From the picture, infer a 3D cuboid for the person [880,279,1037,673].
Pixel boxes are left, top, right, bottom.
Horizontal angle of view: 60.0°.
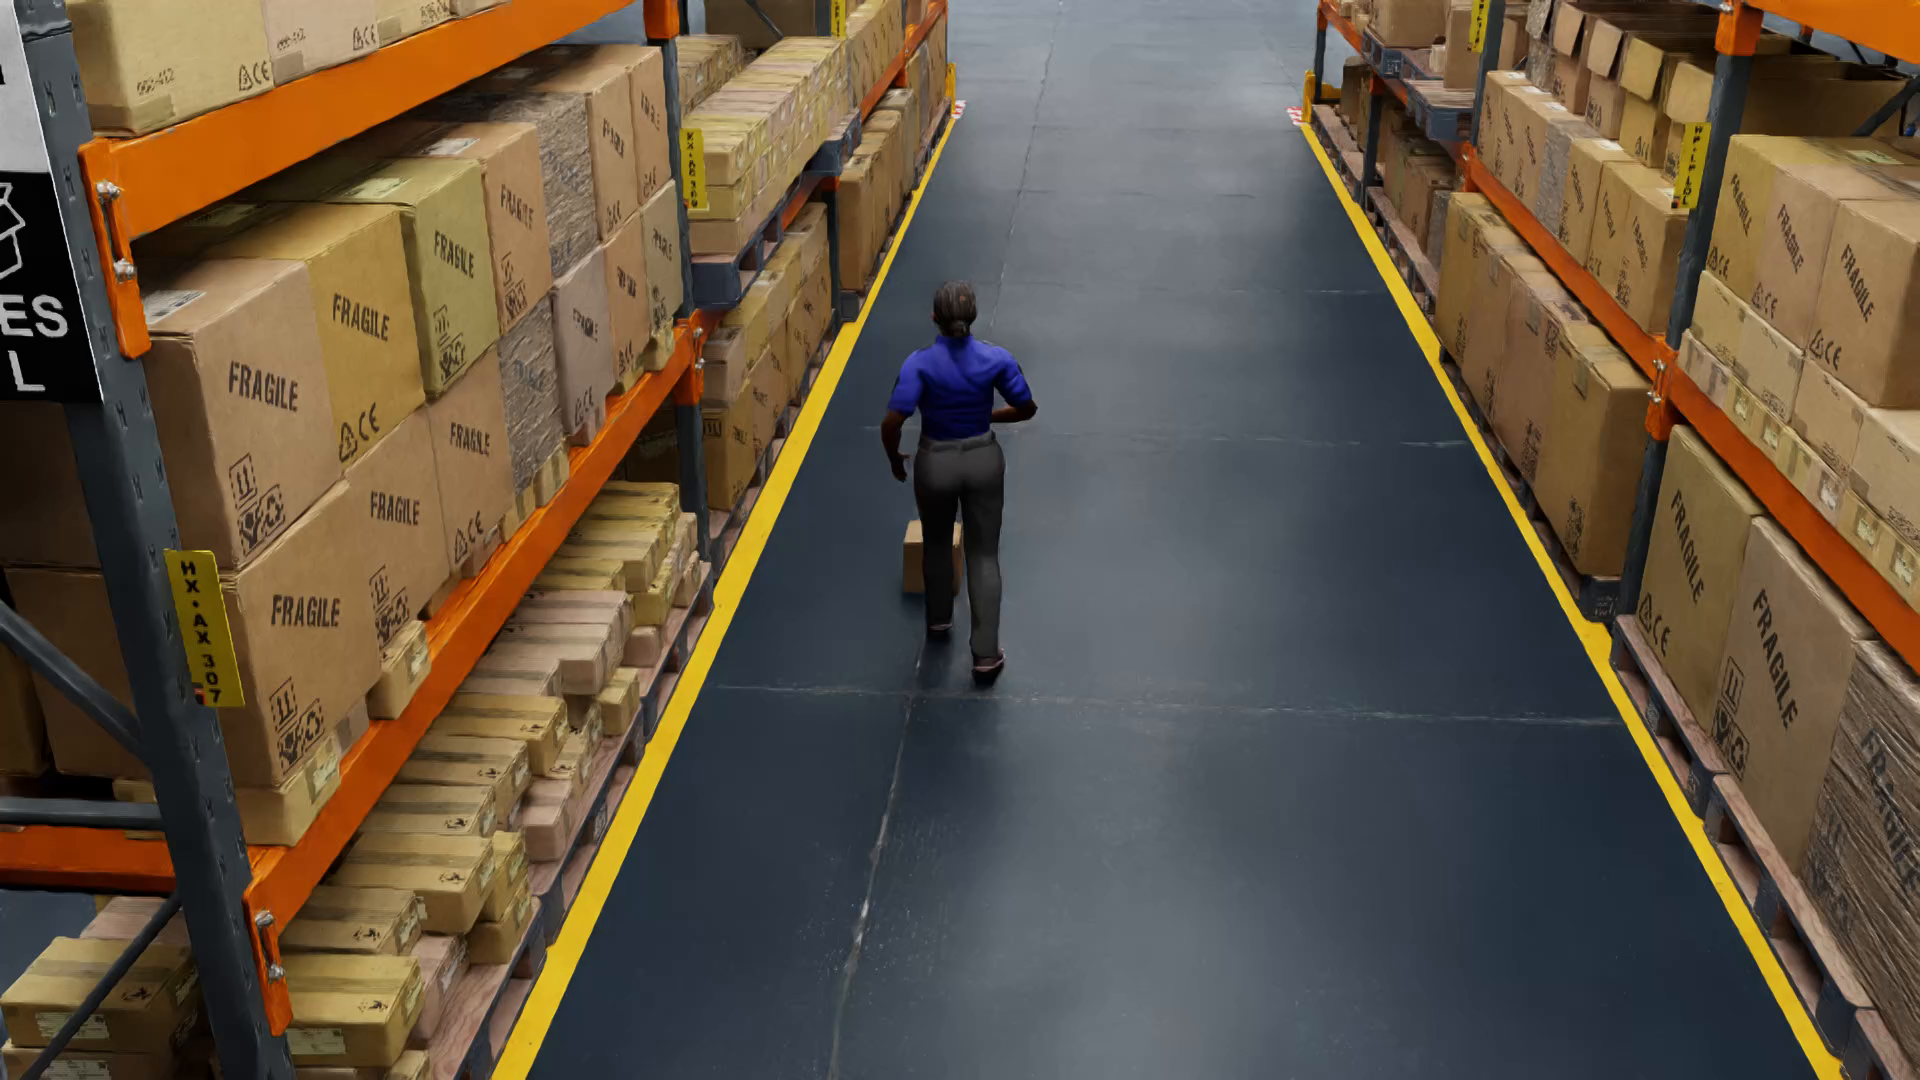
[{"bbox_3d":[-0.025,-0.300,6.753,0.624,1.649,0.719,-3,25,-6],"label":"person"}]
